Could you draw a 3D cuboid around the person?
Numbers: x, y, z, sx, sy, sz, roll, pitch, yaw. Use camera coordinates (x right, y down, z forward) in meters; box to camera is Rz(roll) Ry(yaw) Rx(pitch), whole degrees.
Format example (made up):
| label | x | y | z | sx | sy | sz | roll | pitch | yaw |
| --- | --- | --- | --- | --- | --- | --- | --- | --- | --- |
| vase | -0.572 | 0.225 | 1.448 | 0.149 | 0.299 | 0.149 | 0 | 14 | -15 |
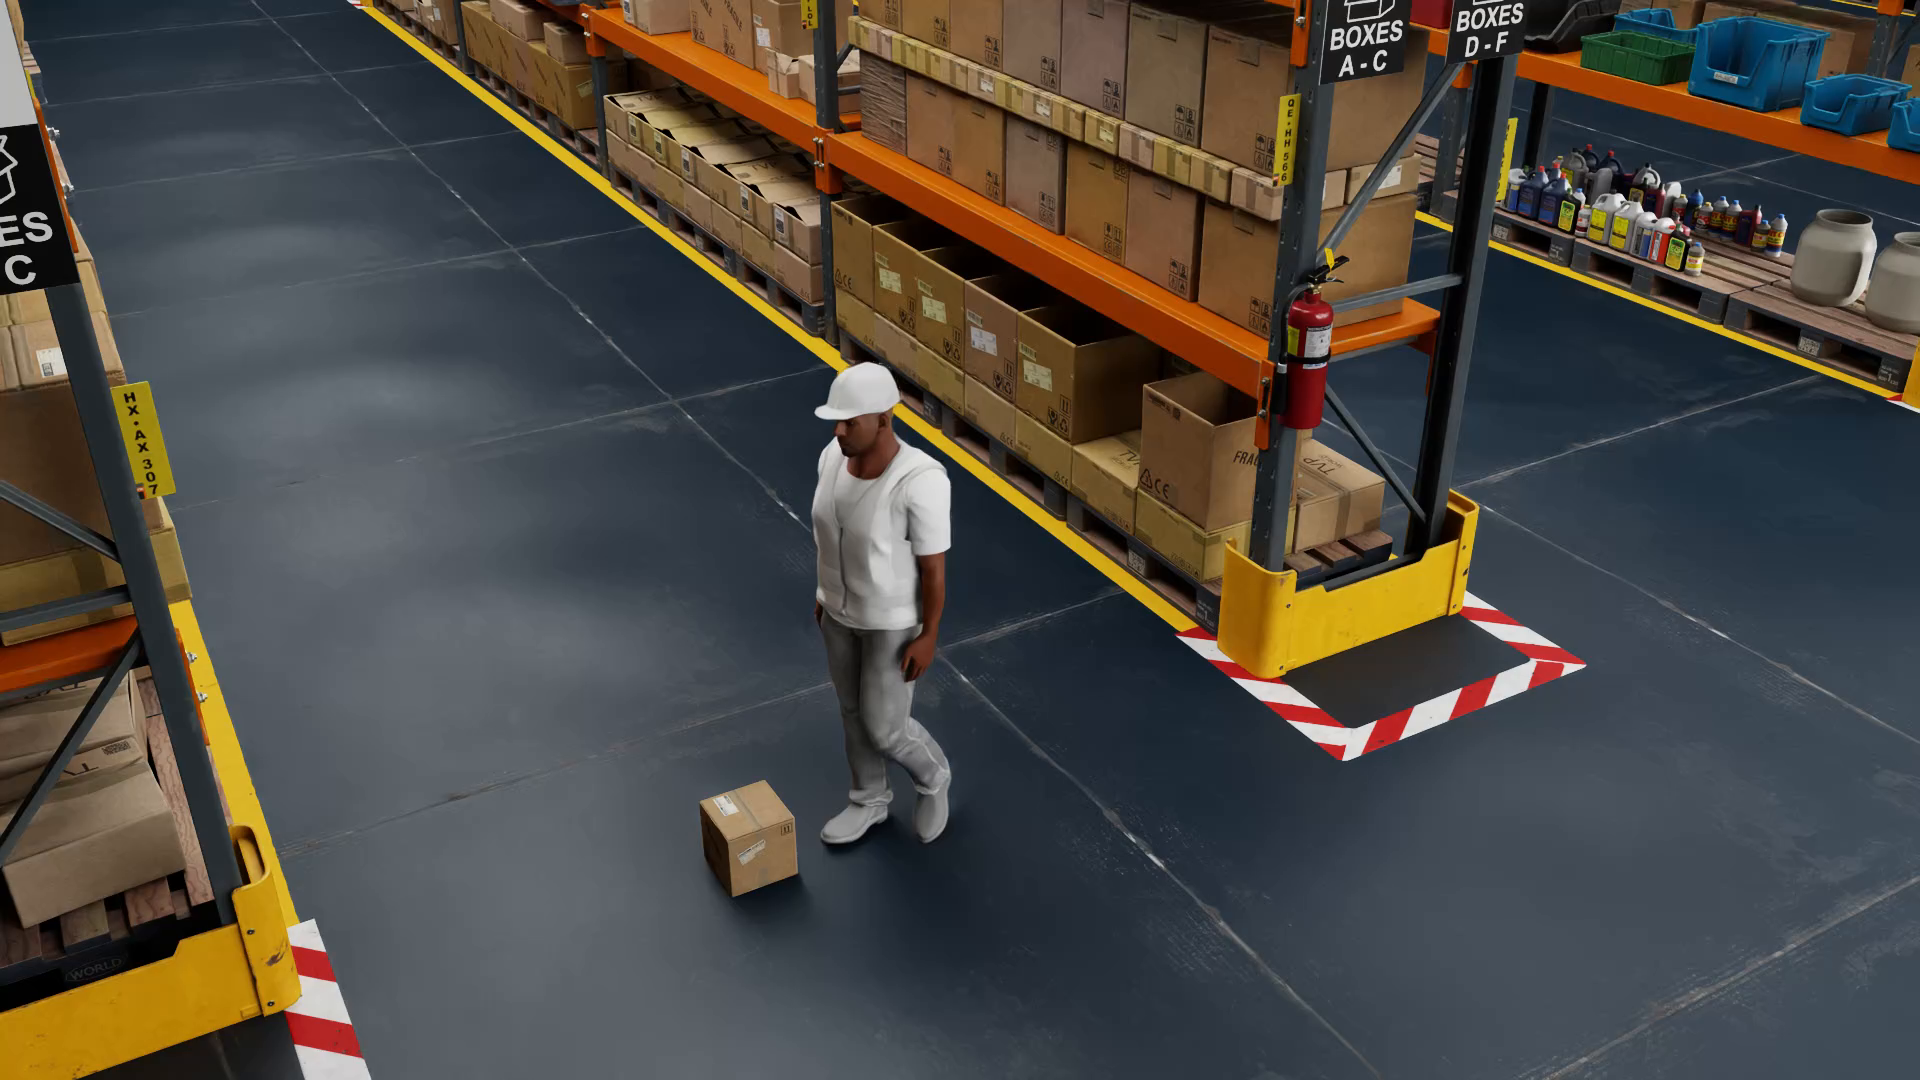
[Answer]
| label | x | y | z | sx | sy | sz | roll | pitch | yaw |
| --- | --- | --- | --- | --- | --- | --- | --- | --- | --- |
| person | -0.302 | 0.246 | 5.641 | 0.587 | 1.776 | 0.498 | 22 | 35 | 34 |
